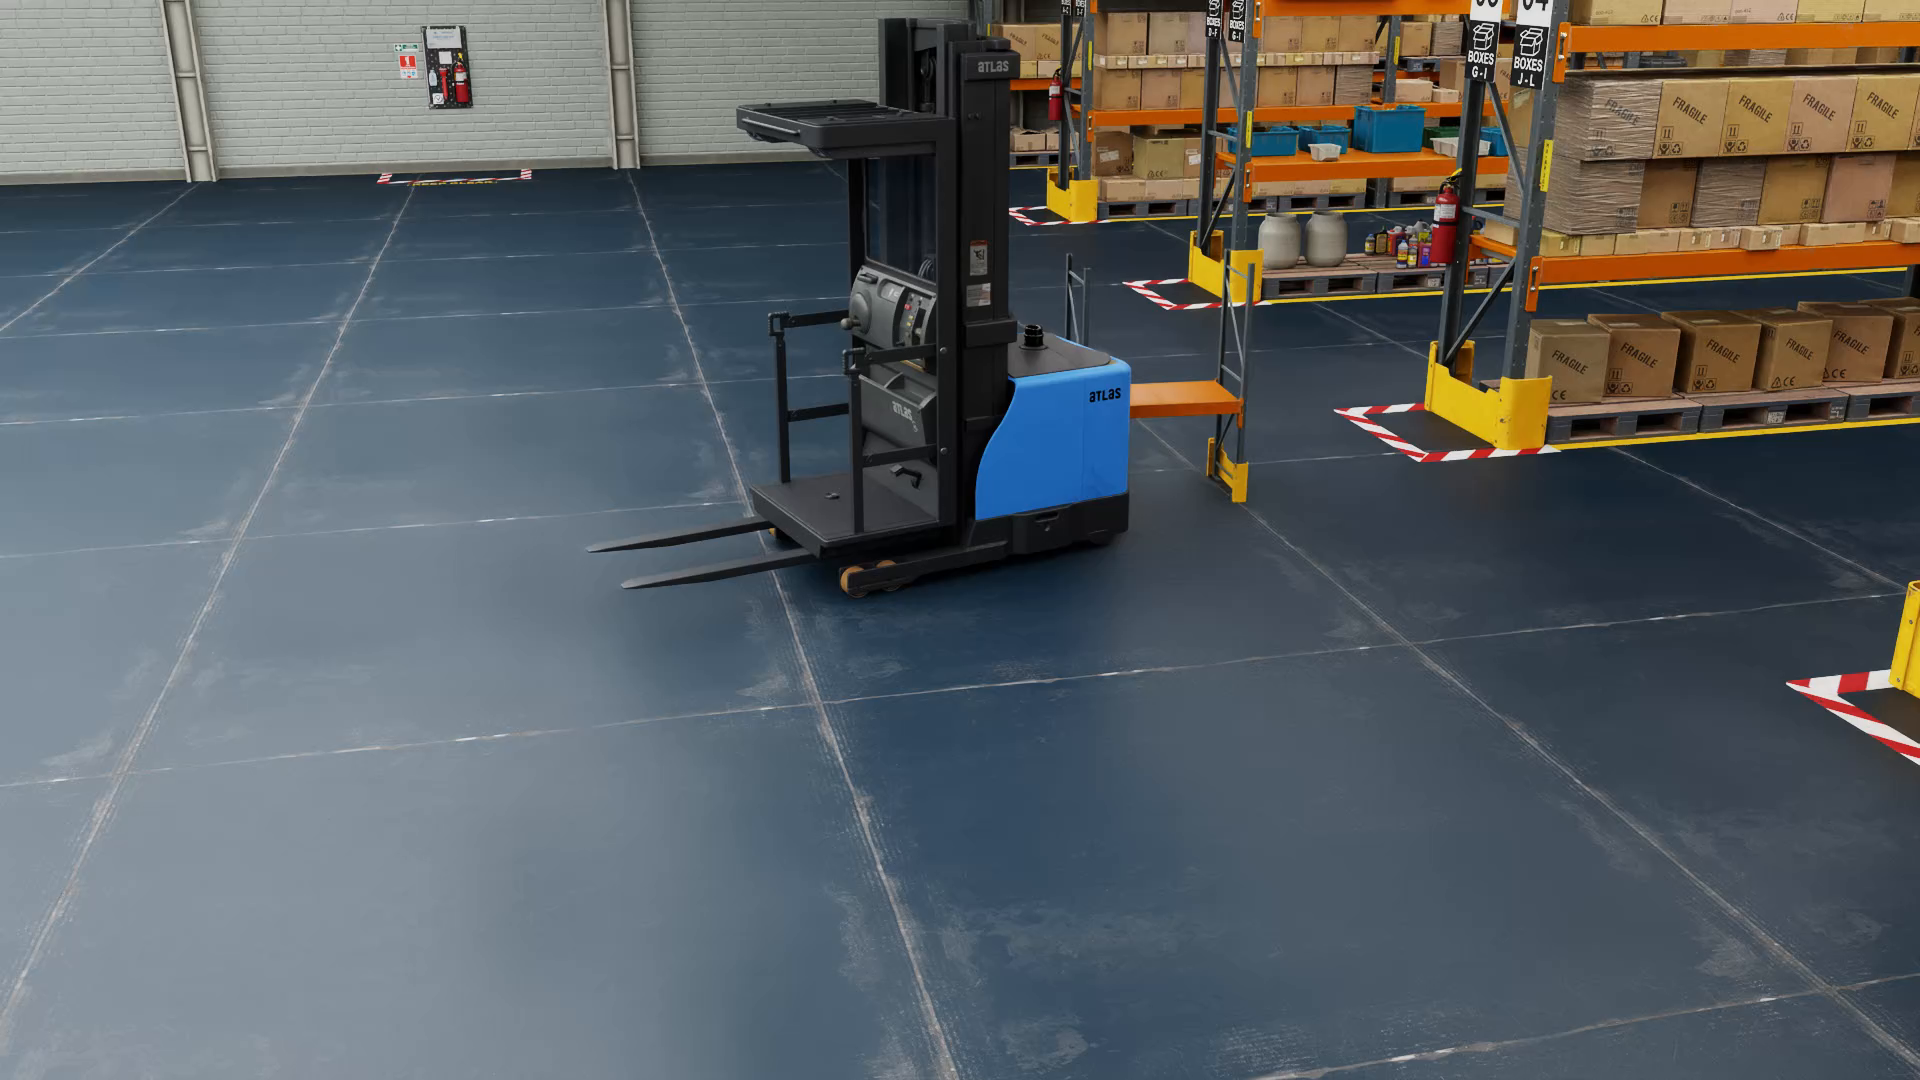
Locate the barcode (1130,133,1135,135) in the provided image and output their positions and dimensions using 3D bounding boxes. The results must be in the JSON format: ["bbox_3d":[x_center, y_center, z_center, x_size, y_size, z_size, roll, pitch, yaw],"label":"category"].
[{"bbox_3d":[2.717,-6.375,26.201,0.075,0.075,0.001,-5,21,-12],"label":"barcode"}]

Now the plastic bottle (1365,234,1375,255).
[{"bbox_3d":[4.258,-3.070,17.262,0.097,0.201,0.097,0,20,0],"label":"plastic bottle"}]

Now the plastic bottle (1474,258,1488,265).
[{"bbox_3d":[5.244,-2.929,16.771,0.135,0.276,0.152,-4,21,-11],"label":"plastic bottle"}]

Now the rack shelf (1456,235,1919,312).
[{"bbox_3d":[5.658,-2.048,12.089,4.000,0.370,1.077,-5,21,-12],"label":"rack shelf"}]

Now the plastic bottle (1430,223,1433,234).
[{"bbox_3d":[4.986,-3.191,17.376,0.185,0.351,0.144,-5,21,-13],"label":"plastic bottle"}]

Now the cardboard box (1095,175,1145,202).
[{"bbox_3d":[2.008,-4.417,20.900,0.500,0.250,0.500,-5,21,-12],"label":"cardboard box"}]

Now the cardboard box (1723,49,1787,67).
[{"bbox_3d":[10.742,-6.517,22.488,0.500,0.500,0.700,-1,20,-2],"label":"cardboard box"}]

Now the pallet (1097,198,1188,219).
[{"bbox_3d":[2.170,-4.309,21.269,1.213,0.211,1.003,-5,21,-12],"label":"pallet"}]

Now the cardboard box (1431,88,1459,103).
[{"bbox_3d":[6.237,-5.744,21.499,0.250,0.149,0.380,-5,21,-12],"label":"cardboard box"}]

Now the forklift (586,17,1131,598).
[{"bbox_3d":[-0.552,-1.272,9.026,3.031,2.935,1.130,-11,23,-27],"label":"forklift"}]

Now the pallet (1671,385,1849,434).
[{"bbox_3d":[5.769,-1.072,12.433,1.213,0.211,1.003,-5,21,-12],"label":"pallet"}]

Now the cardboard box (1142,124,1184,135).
[{"bbox_3d":[3.184,-6.455,26.070,0.500,0.500,0.500,-6,21,-17],"label":"cardboard box"}]

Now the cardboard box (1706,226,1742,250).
[{"bbox_3d":[5.258,-2.153,11.696,0.250,0.149,0.380,-5,21,-12],"label":"cardboard box"}]

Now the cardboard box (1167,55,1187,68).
[{"bbox_3d":[2.612,-5.914,20.510,0.250,0.149,0.380,-5,21,-13],"label":"cardboard box"}]

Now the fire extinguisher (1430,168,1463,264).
[{"bbox_3d":[3.494,-2.336,11.943,0.183,0.674,0.296,-5,21,-12],"label":"fire extinguisher"}]

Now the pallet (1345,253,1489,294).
[{"bbox_3d":[4.611,-2.755,17.029,1.213,0.211,1.003,-5,21,-12],"label":"pallet"}]

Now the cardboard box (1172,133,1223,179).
[{"bbox_3d":[2.978,-4.854,21.000,0.500,0.500,0.500,-5,21,-12],"label":"cardboard box"}]

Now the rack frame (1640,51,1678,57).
[{"bbox_3d":[9.221,-6.177,22.315,0.127,3.000,1.000,-5,21,-12],"label":"rack frame"}]

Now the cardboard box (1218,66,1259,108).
[{"bbox_3d":[3.399,-5.746,20.995,0.500,0.500,0.700,-4,21,-11],"label":"cardboard box"}]

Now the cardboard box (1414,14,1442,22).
[{"bbox_3d":[7.439,-8.325,26.451,0.250,0.149,0.380,-8,22,-22],"label":"cardboard box"}]

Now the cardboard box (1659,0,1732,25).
[{"bbox_3d":[4.740,-3.560,11.028,0.500,0.250,0.500,-5,21,-14],"label":"cardboard box"}]

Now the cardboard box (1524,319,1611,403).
[{"bbox_3d":[4.323,-1.294,12.011,0.500,0.500,0.500,-1,20,-2],"label":"cardboard box"}]

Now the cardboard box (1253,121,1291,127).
[{"bbox_3d":[4.897,-6.614,26.505,0.500,0.500,0.700,-4,20,-11],"label":"cardboard box"}]

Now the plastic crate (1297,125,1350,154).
[{"bbox_3d":[3.623,-4.004,16.602,0.408,0.251,0.499,-5,21,-12],"label":"plastic crate"}]

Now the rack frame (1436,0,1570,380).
[{"bbox_3d":[3.711,-2.227,11.533,0.127,3.000,1.000,-5,21,-12],"label":"rack frame"}]

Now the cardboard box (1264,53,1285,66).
[{"bbox_3d":[3.877,-6.018,20.794,0.250,0.149,0.380,-4,21,-11],"label":"cardboard box"}]

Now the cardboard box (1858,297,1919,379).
[{"bbox_3d":[7.206,-1.549,12.705,0.500,0.500,0.500,-5,21,-14],"label":"cardboard box"}]

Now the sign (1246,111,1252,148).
[{"bbox_3d":[2.694,-3.830,15.508,0.005,0.325,0.100,-5,21,-12],"label":"sign"}]

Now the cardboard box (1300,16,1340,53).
[{"bbox_3d":[4.406,-6.438,20.998,0.500,0.500,0.700,-5,21,-13],"label":"cardboard box"}]

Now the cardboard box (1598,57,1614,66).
[{"bbox_3d":[10.460,-7.835,27.179,0.250,0.149,0.380,-5,21,-14],"label":"cardboard box"}]

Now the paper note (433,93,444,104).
[{"bbox_3d":[-7.667,-6.484,24.435,0.142,0.148,0.016,-5,21,-12],"label":"paper note"}]

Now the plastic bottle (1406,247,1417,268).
[{"bbox_3d":[4.508,-2.825,16.594,0.097,0.201,0.097,0,20,0],"label":"plastic bottle"}]

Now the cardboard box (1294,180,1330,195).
[{"bbox_3d":[4.438,-4.620,21.452,0.500,0.250,0.500,-5,21,-12],"label":"cardboard box"}]

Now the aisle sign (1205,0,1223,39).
[{"bbox_3d":[2.433,-5.199,15.868,0.004,0.787,0.394,-5,21,-12],"label":"aisle sign"}]

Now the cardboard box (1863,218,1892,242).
[{"bbox_3d":[6.469,-2.261,11.992,0.250,0.149,0.380,-5,21,-12],"label":"cardboard box"}]

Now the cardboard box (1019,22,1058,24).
[{"bbox_3d":[1.194,-7.637,25.401,0.500,0.500,0.500,-4,21,-12],"label":"cardboard box"}]

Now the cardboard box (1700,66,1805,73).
[{"bbox_3d":[5.651,-3.126,11.957,0.500,0.500,0.500,-5,21,-12],"label":"cardboard box"}]

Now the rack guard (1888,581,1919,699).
[{"bbox_3d":[4.731,0.617,7.404,0.348,0.500,1.175,-5,21,-12],"label":"rack guard"}]

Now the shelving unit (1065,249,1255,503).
[{"bbox_3d":[1.226,-1.012,10.397,1.083,1.500,0.587,-3,20,-9],"label":"shelving unit"}]

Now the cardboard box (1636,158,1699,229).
[{"bbox_3d":[4.712,-2.528,11.776,0.500,0.500,0.875,-5,21,-12],"label":"cardboard box"}]

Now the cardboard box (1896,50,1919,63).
[{"bbox_3d":[13.541,-6.666,23.505,0.500,0.500,0.500,-4,21,-12],"label":"cardboard box"}]

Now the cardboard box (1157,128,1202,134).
[{"bbox_3d":[2.859,-5.028,21.475,0.500,0.500,0.500,-5,21,-12],"label":"cardboard box"}]

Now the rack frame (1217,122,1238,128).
[{"bbox_3d":[4.185,-7.518,25.976,0.127,3.000,1.000,-5,21,-12],"label":"rack frame"}]

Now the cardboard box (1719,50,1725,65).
[{"bbox_3d":[12.502,-8.329,27.756,0.700,0.700,0.980,-4,21,-12],"label":"cardboard box"}]

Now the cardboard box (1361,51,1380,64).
[{"bbox_3d":[5.113,-6.118,21.067,0.250,0.149,0.380,-5,21,-13],"label":"cardboard box"}]

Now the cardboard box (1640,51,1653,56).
[{"bbox_3d":[11.084,-8.182,27.184,0.500,0.500,0.500,-4,21,-12],"label":"cardboard box"}]

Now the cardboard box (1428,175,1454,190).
[{"bbox_3d":[6.275,-4.755,21.821,0.500,0.250,0.500,-4,21,-11],"label":"cardboard box"}]

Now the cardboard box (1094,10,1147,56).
[{"bbox_3d":[1.944,-6.236,20.447,0.500,0.500,0.700,-5,21,-12],"label":"cardboard box"}]

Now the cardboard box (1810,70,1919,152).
[{"bbox_3d":[6.256,-2.993,11.592,0.500,0.500,0.500,-5,21,-12],"label":"cardboard box"}]

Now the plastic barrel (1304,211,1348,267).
[{"bbox_3d":[3.682,-3.031,16.735,0.421,0.512,0.421,0,20,0],"label":"plastic barrel"}]

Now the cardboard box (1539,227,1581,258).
[{"bbox_3d":[4.044,-2.052,11.420,0.250,0.149,0.380,-5,21,-12],"label":"cardboard box"}]

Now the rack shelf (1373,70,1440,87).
[{"bbox_3d":[6.131,-7.338,26.532,4.000,0.370,1.077,-5,21,-12],"label":"rack shelf"}]

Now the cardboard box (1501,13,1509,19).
[{"bbox_3d":[8.606,-8.334,26.509,0.500,0.250,0.500,-4,21,-11],"label":"cardboard box"}]
